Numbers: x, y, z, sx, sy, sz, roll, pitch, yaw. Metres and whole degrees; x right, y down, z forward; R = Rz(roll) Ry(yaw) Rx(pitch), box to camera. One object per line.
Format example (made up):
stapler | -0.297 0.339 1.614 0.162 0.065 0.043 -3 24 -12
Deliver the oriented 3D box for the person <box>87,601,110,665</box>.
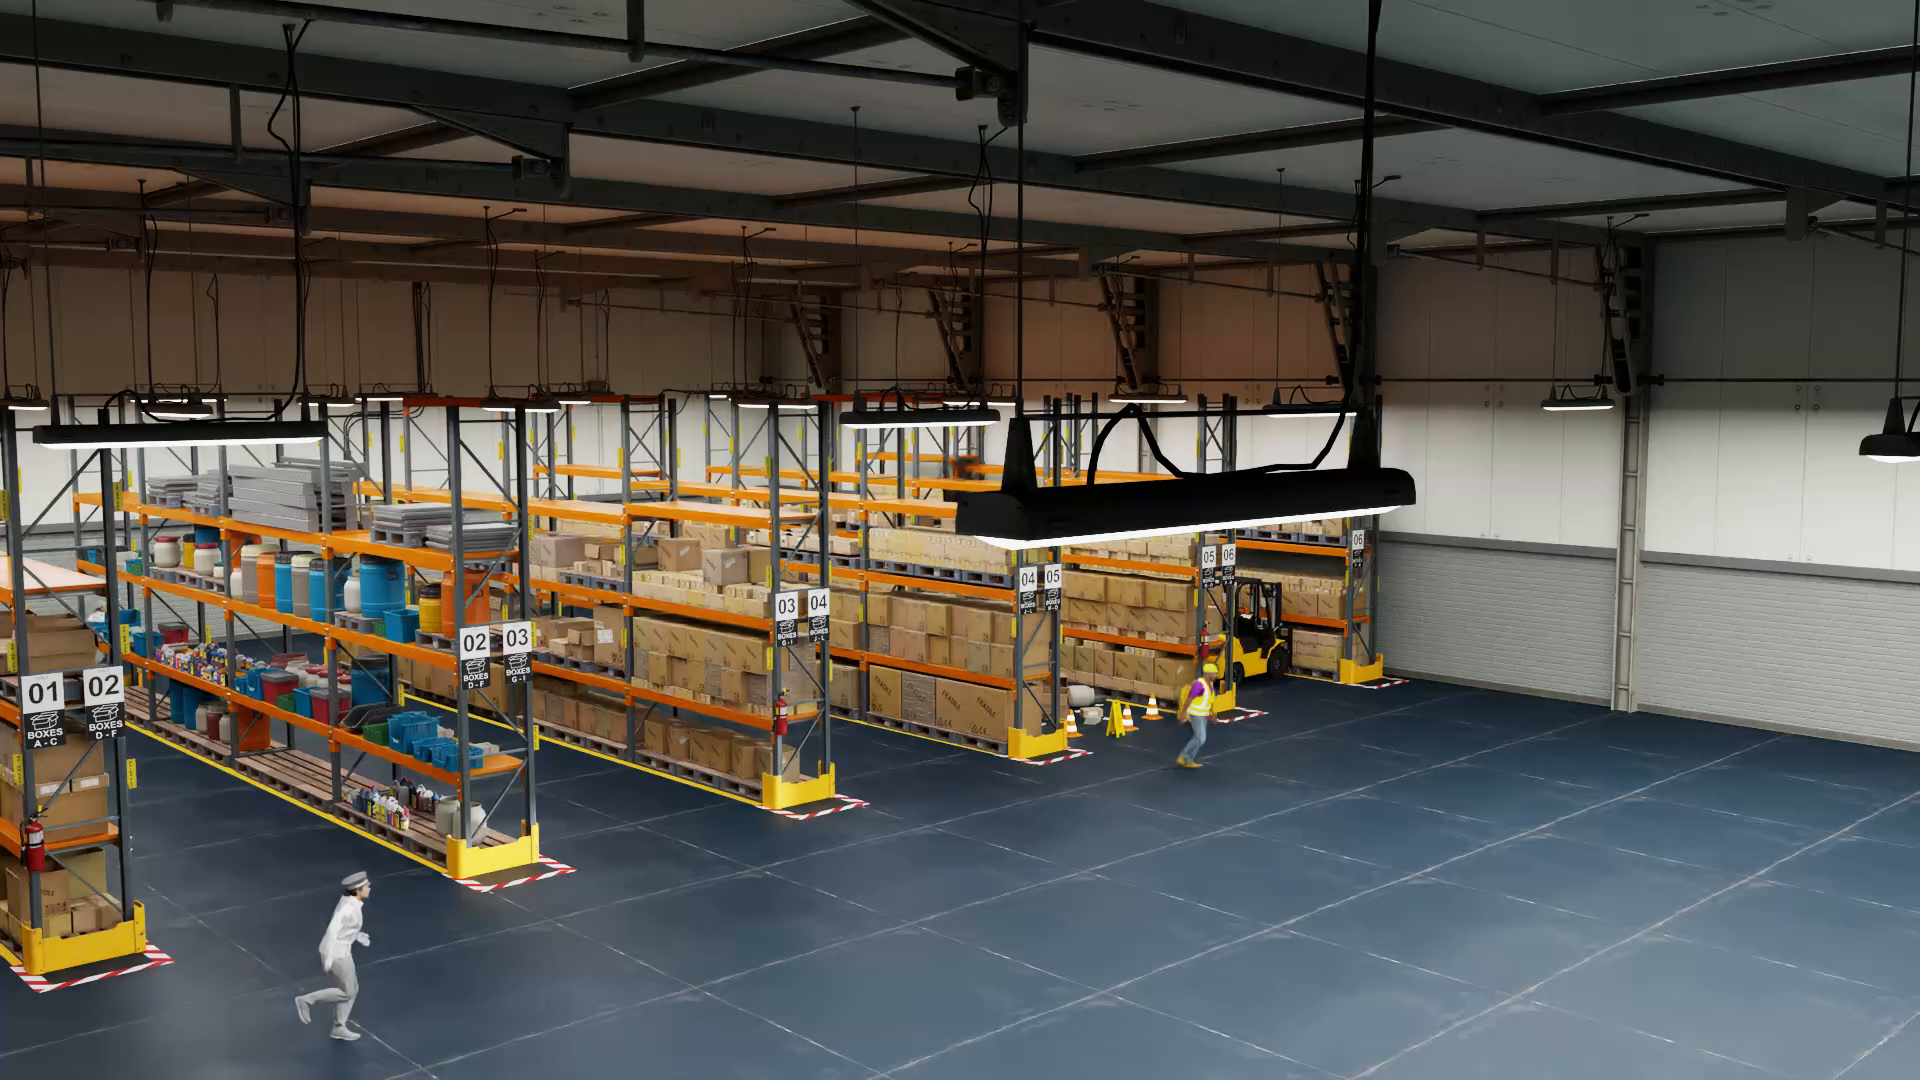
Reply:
person | -18.041 2.127 34.940 0.745 1.713 0.605 -4 7 -33

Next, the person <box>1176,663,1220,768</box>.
person | 3.886 2.860 27.066 0.609 1.724 0.715 3 6 30

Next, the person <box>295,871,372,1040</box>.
person | -6.009 4.009 15.963 0.725 1.623 0.619 -2 6 -22
